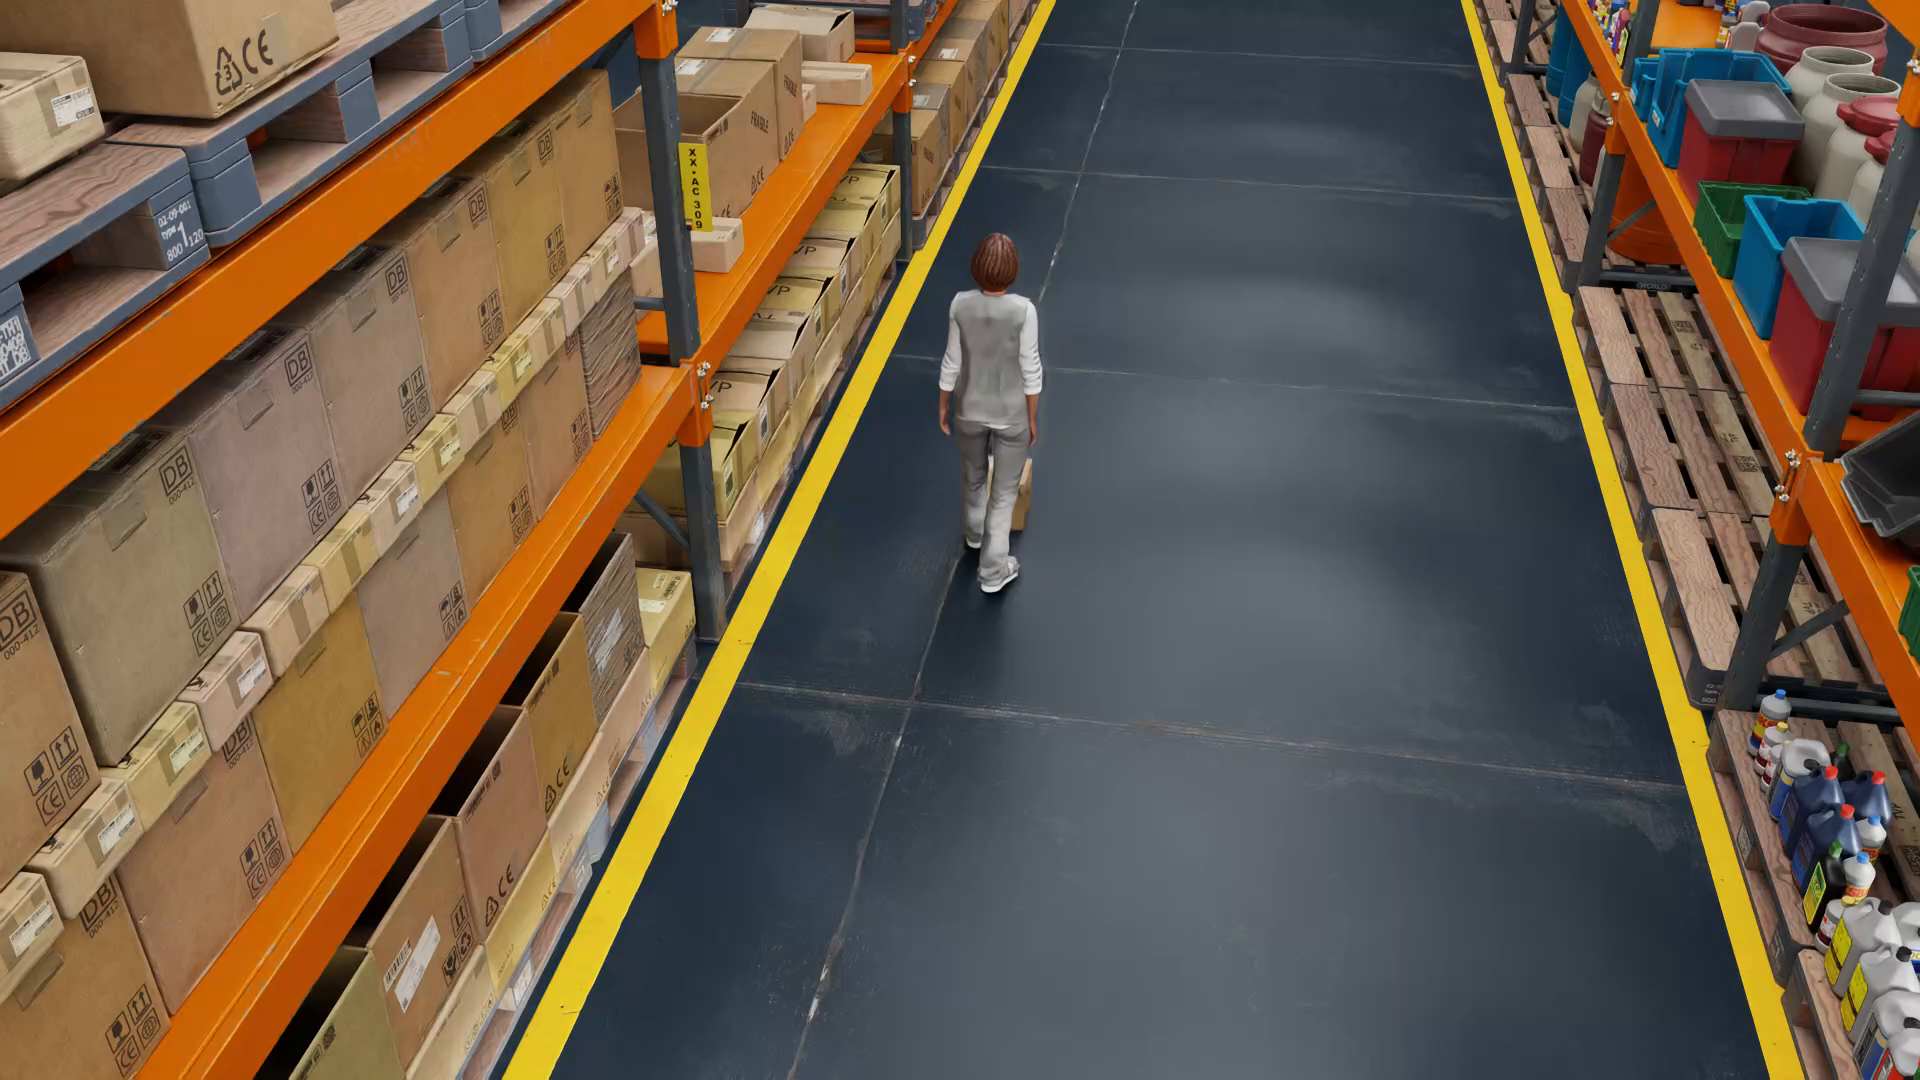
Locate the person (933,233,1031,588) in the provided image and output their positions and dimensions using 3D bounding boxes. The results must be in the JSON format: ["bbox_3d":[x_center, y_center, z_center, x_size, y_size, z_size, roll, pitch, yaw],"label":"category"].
[{"bbox_3d":[0.096,-0.542,6.991,0.410,1.600,0.389,6,33,9],"label":"person"}]
